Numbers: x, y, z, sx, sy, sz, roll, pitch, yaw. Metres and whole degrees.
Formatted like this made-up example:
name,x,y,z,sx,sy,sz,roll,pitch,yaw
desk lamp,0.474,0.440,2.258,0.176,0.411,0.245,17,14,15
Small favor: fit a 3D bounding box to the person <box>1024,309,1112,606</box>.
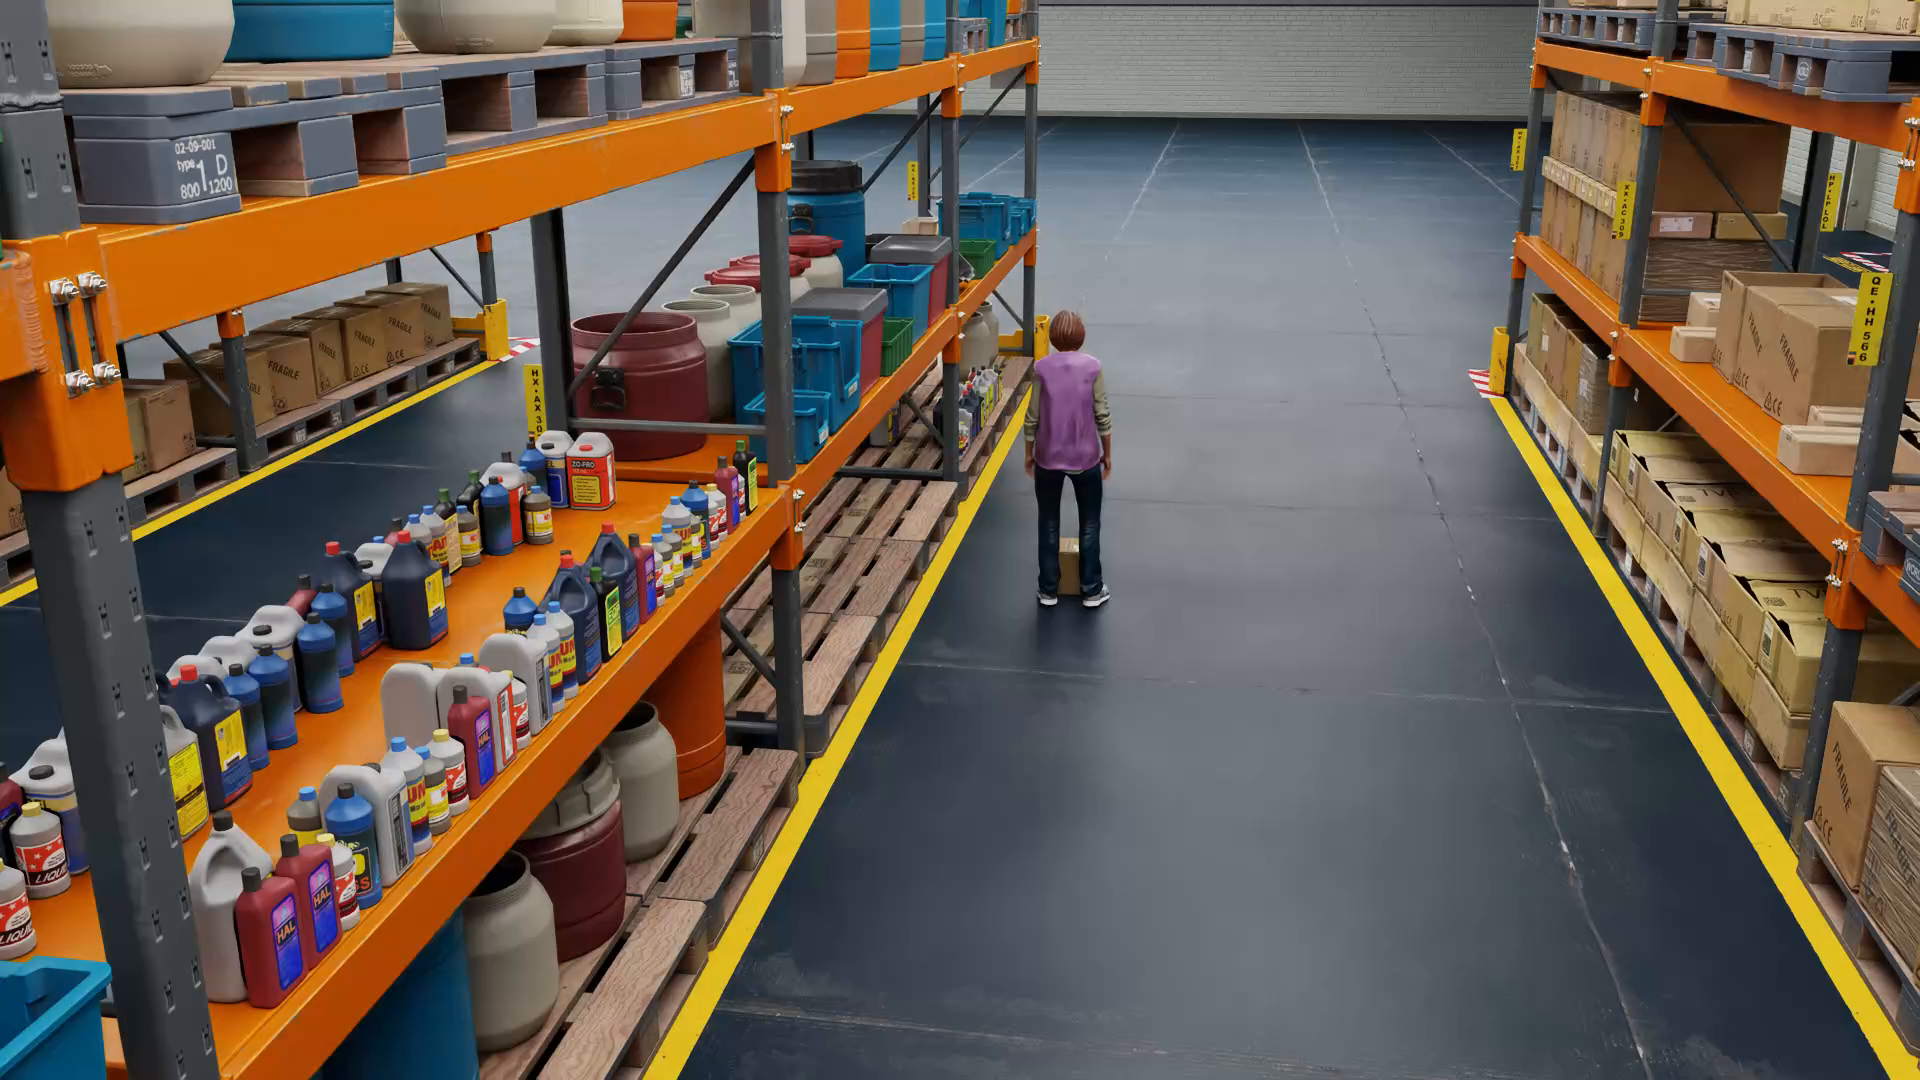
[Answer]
name,x,y,z,sx,sy,sz,roll,pitch,yaw
person,0.575,-0.414,8.854,0.477,1.582,0.347,2,18,7
